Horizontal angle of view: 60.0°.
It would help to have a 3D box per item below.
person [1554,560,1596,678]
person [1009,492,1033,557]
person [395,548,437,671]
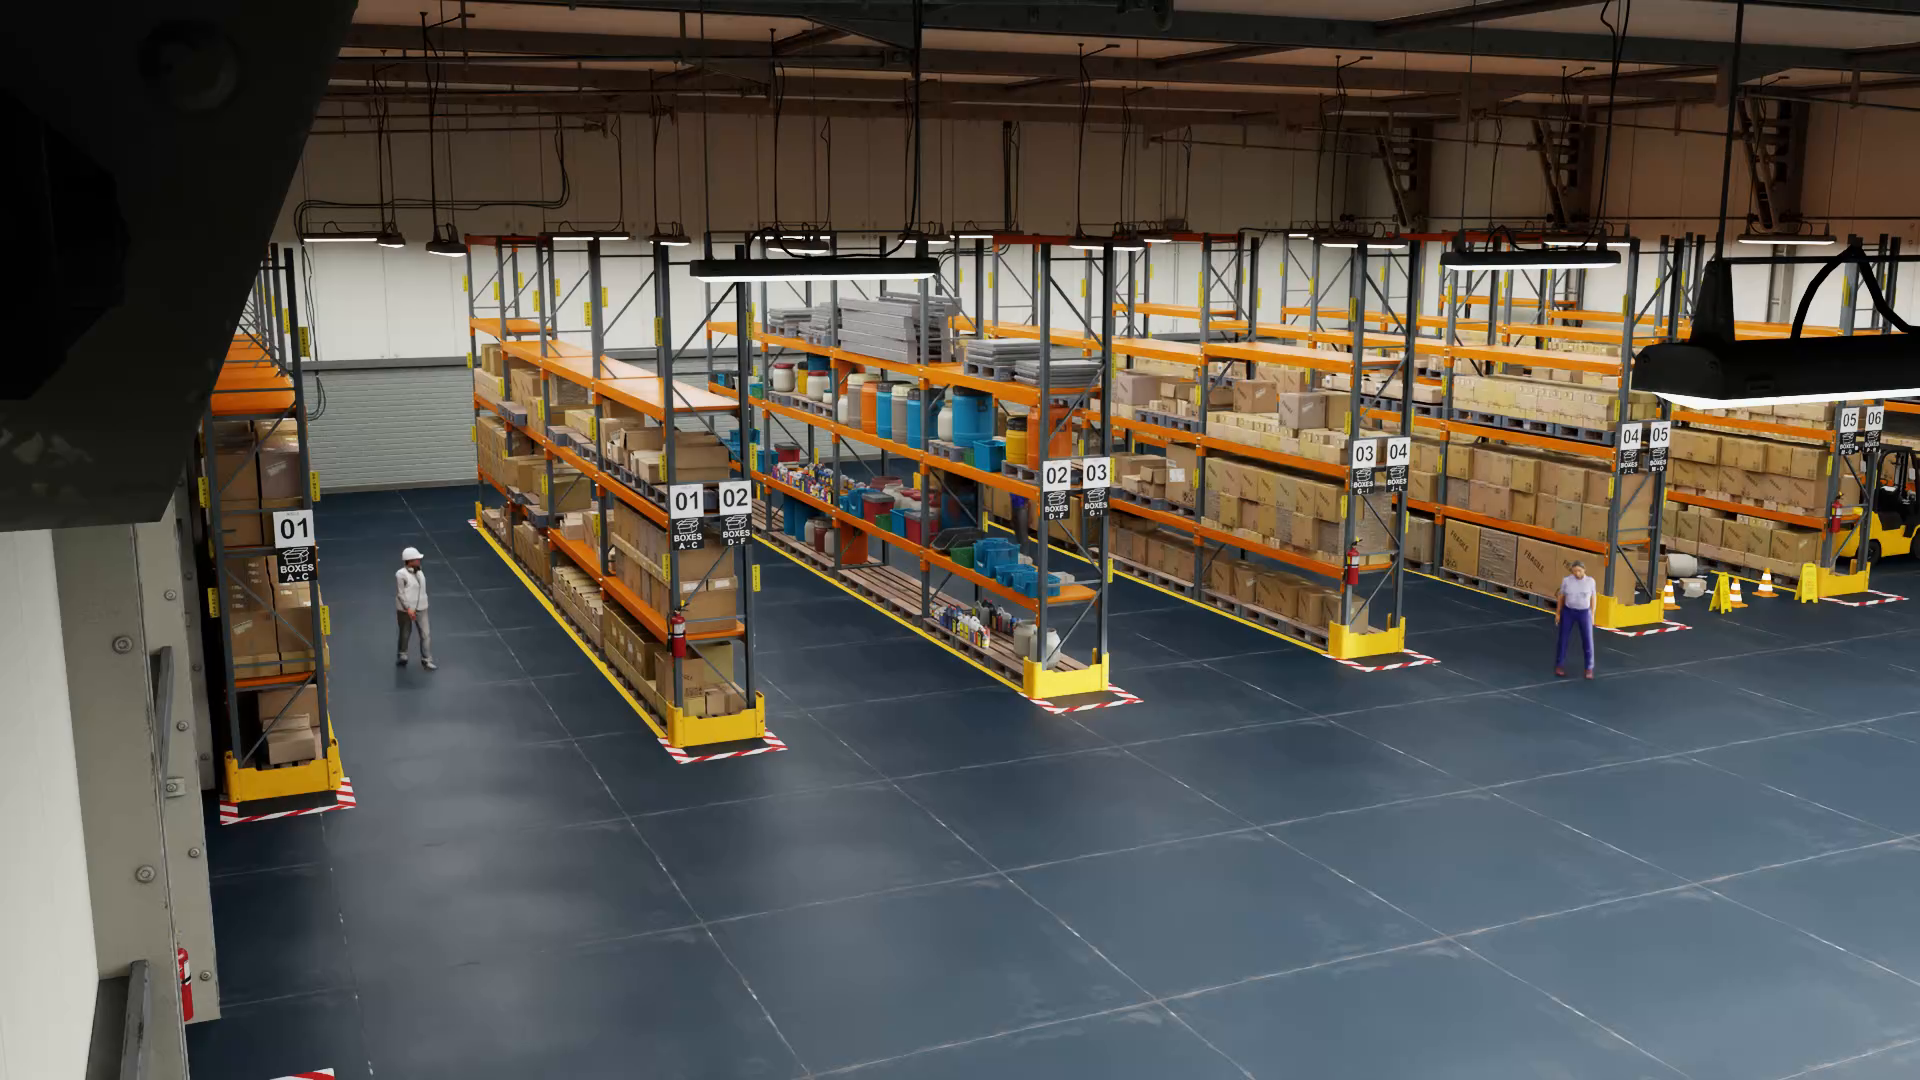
[{"bbox_3d":[8.616,1.079,23.249,0.564,1.646,0.398,4,12,19],"label":"person"},{"bbox_3d":[1.116,-0.465,31.196,0.348,1.654,0.516,-8,13,-35],"label":"person"},{"bbox_3d":[-7.767,0.970,23.582,0.475,1.739,0.987,-8,14,-36],"label":"person"}]
